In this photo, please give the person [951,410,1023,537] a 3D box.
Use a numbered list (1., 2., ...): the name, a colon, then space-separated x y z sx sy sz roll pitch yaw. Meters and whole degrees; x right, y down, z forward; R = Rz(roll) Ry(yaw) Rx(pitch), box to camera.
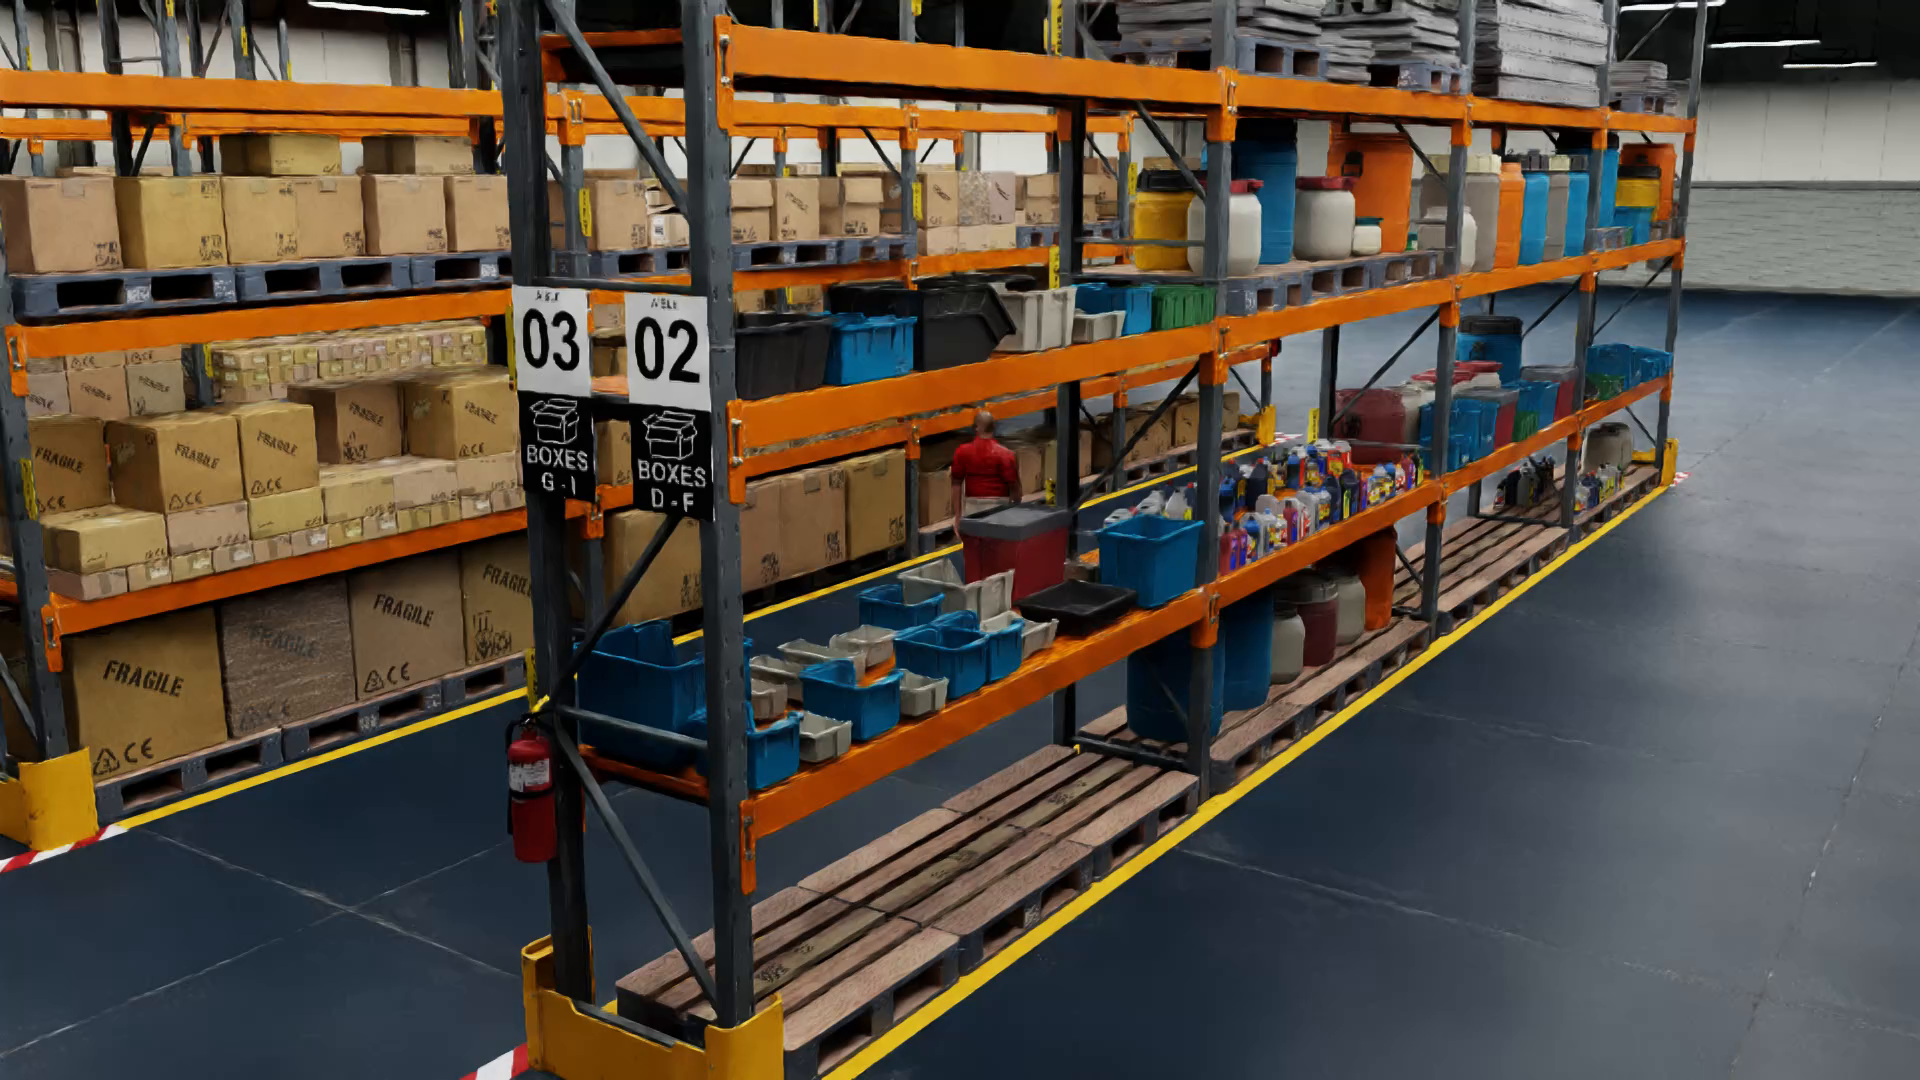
1. person: 0.248 -0.127 13.206 0.559 1.840 0.441 8 15 32
